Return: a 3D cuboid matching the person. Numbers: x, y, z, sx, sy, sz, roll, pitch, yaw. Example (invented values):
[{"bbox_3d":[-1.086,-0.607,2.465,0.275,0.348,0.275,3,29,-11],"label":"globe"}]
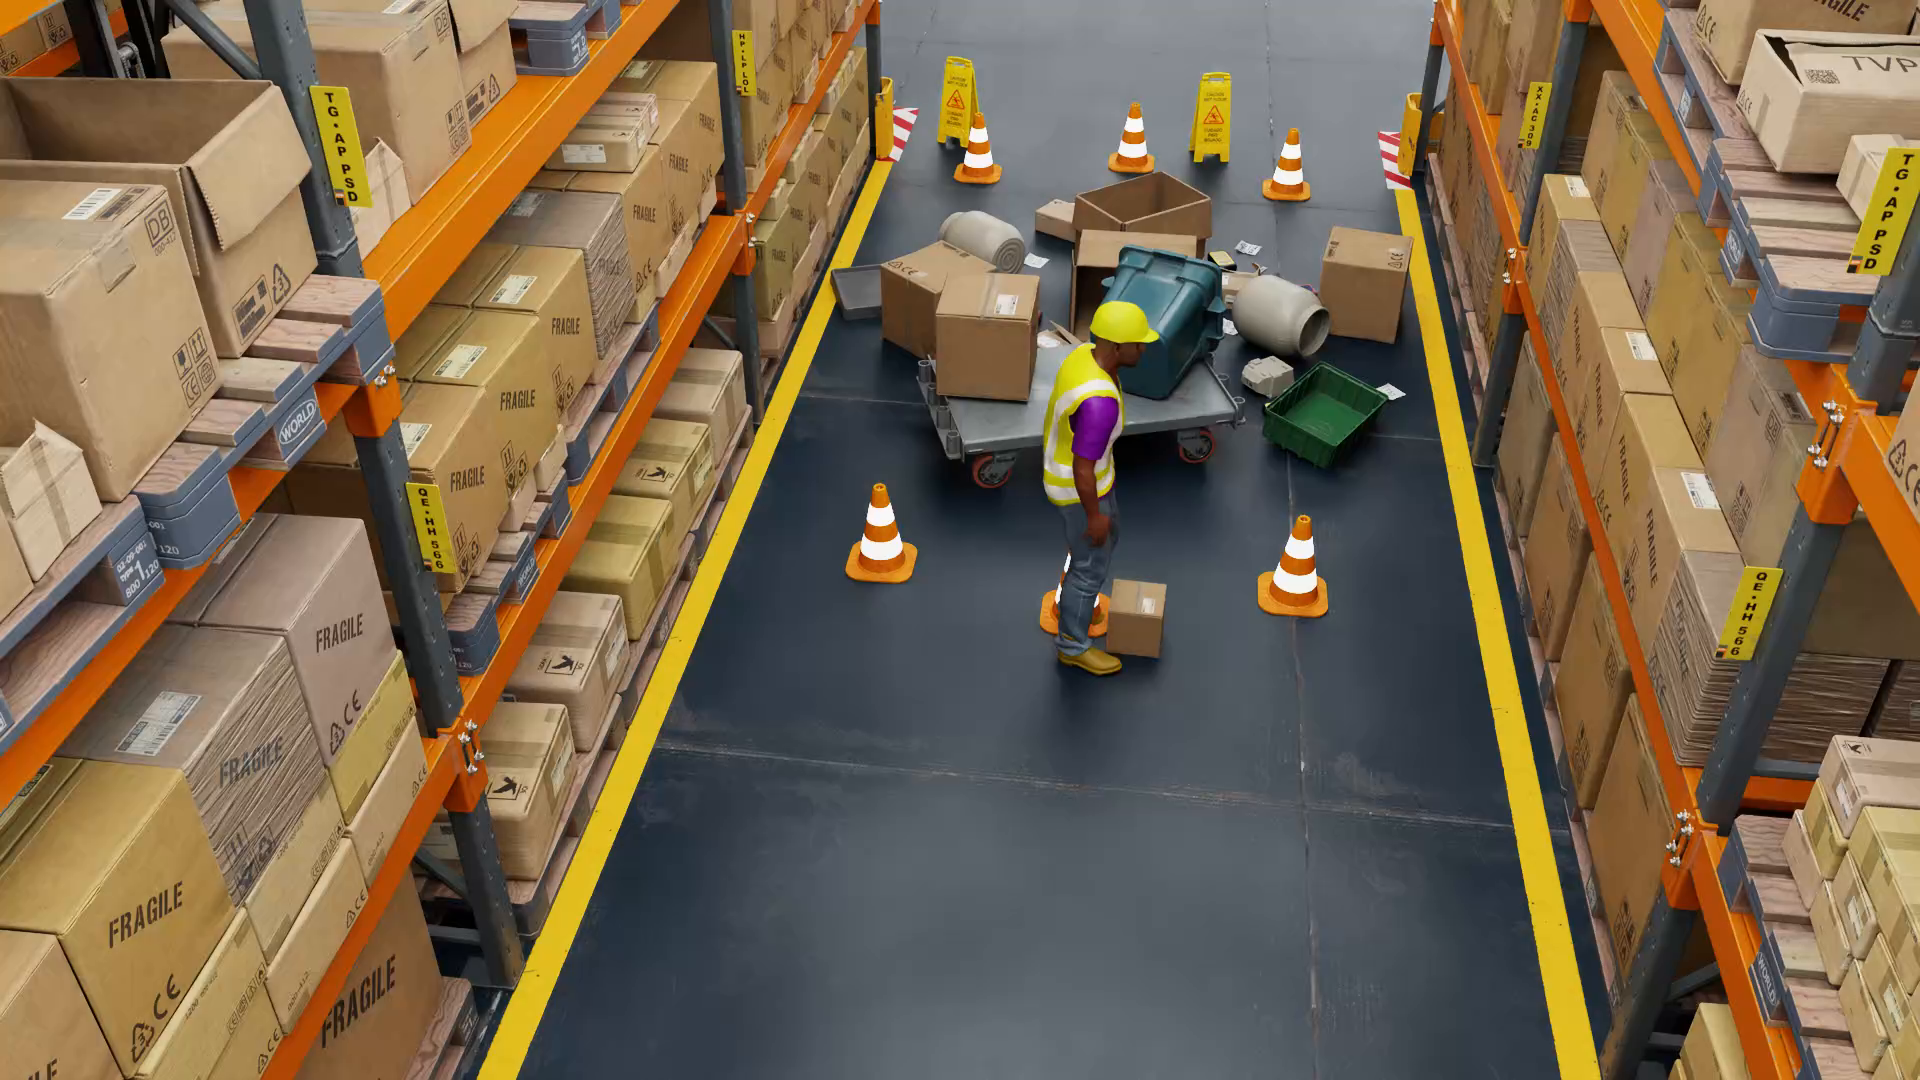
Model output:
[{"bbox_3d":[0.597,-0.236,7.396,0.471,1.806,0.632,2,36,3],"label":"person"}]
